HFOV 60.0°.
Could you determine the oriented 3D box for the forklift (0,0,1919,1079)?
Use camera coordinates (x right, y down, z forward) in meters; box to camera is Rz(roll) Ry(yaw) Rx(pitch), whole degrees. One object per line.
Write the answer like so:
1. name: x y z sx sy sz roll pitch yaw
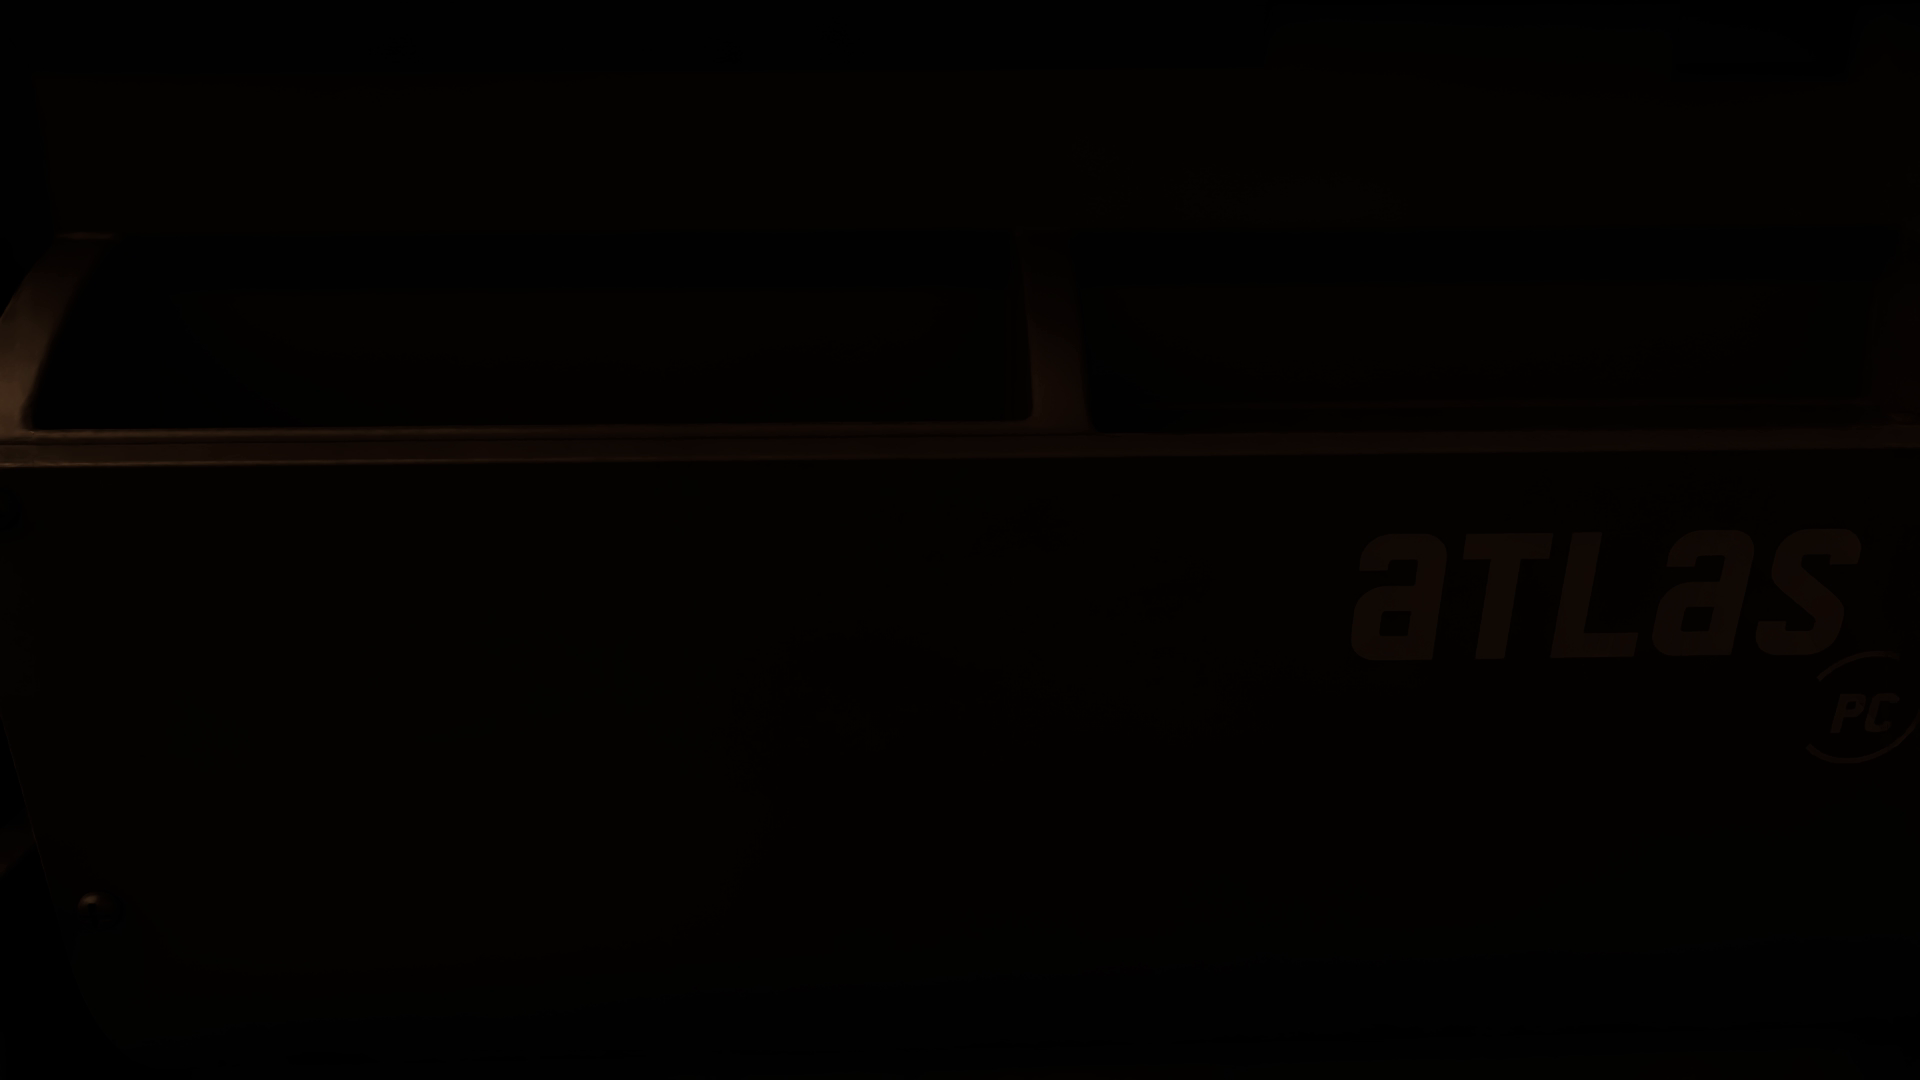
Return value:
1. forklift: 0.059 -0.461 0.416 1.130 2.935 3.031 -1 17 -2
